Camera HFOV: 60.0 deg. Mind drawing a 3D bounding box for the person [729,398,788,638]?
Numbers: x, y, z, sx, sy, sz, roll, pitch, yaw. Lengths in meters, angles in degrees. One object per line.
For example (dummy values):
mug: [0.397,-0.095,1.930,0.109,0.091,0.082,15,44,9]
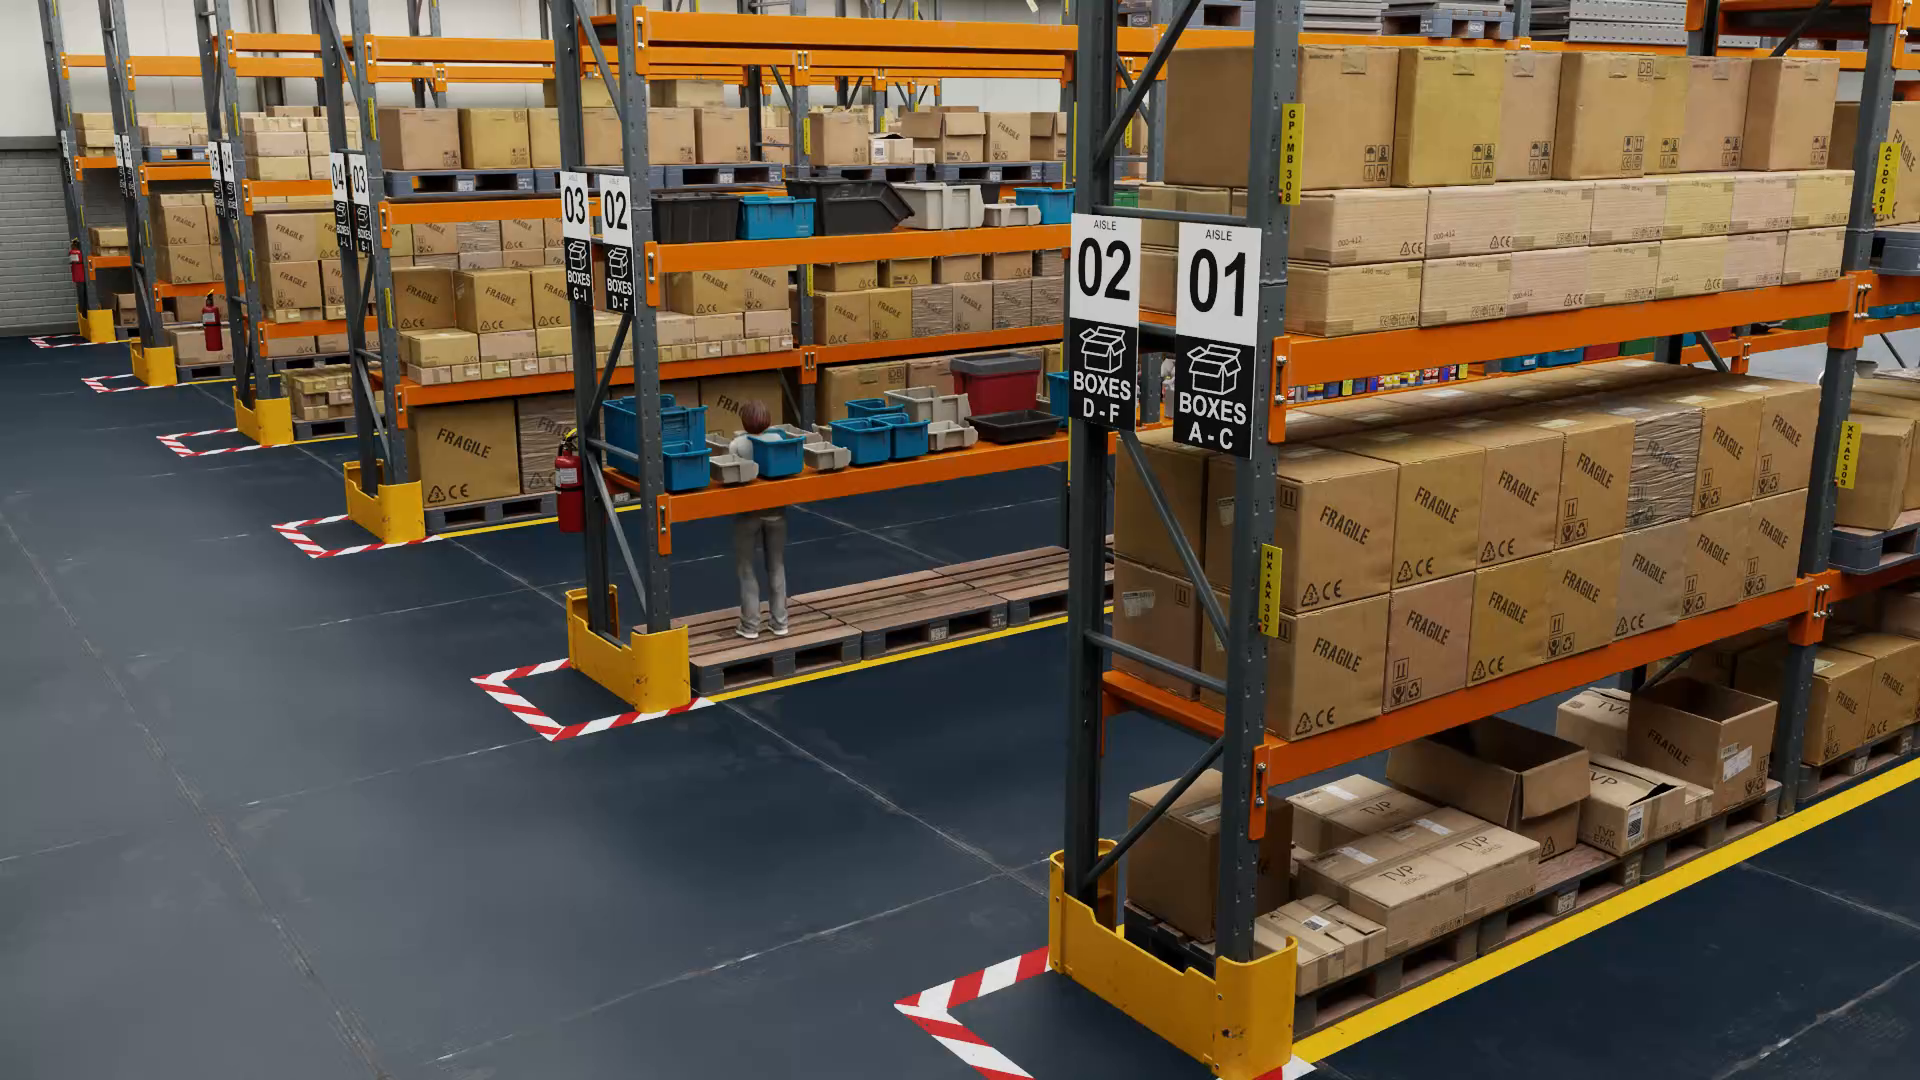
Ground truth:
person: [-1.338,-0.163,10.842,0.405,1.589,0.492,-6,16,-22]
